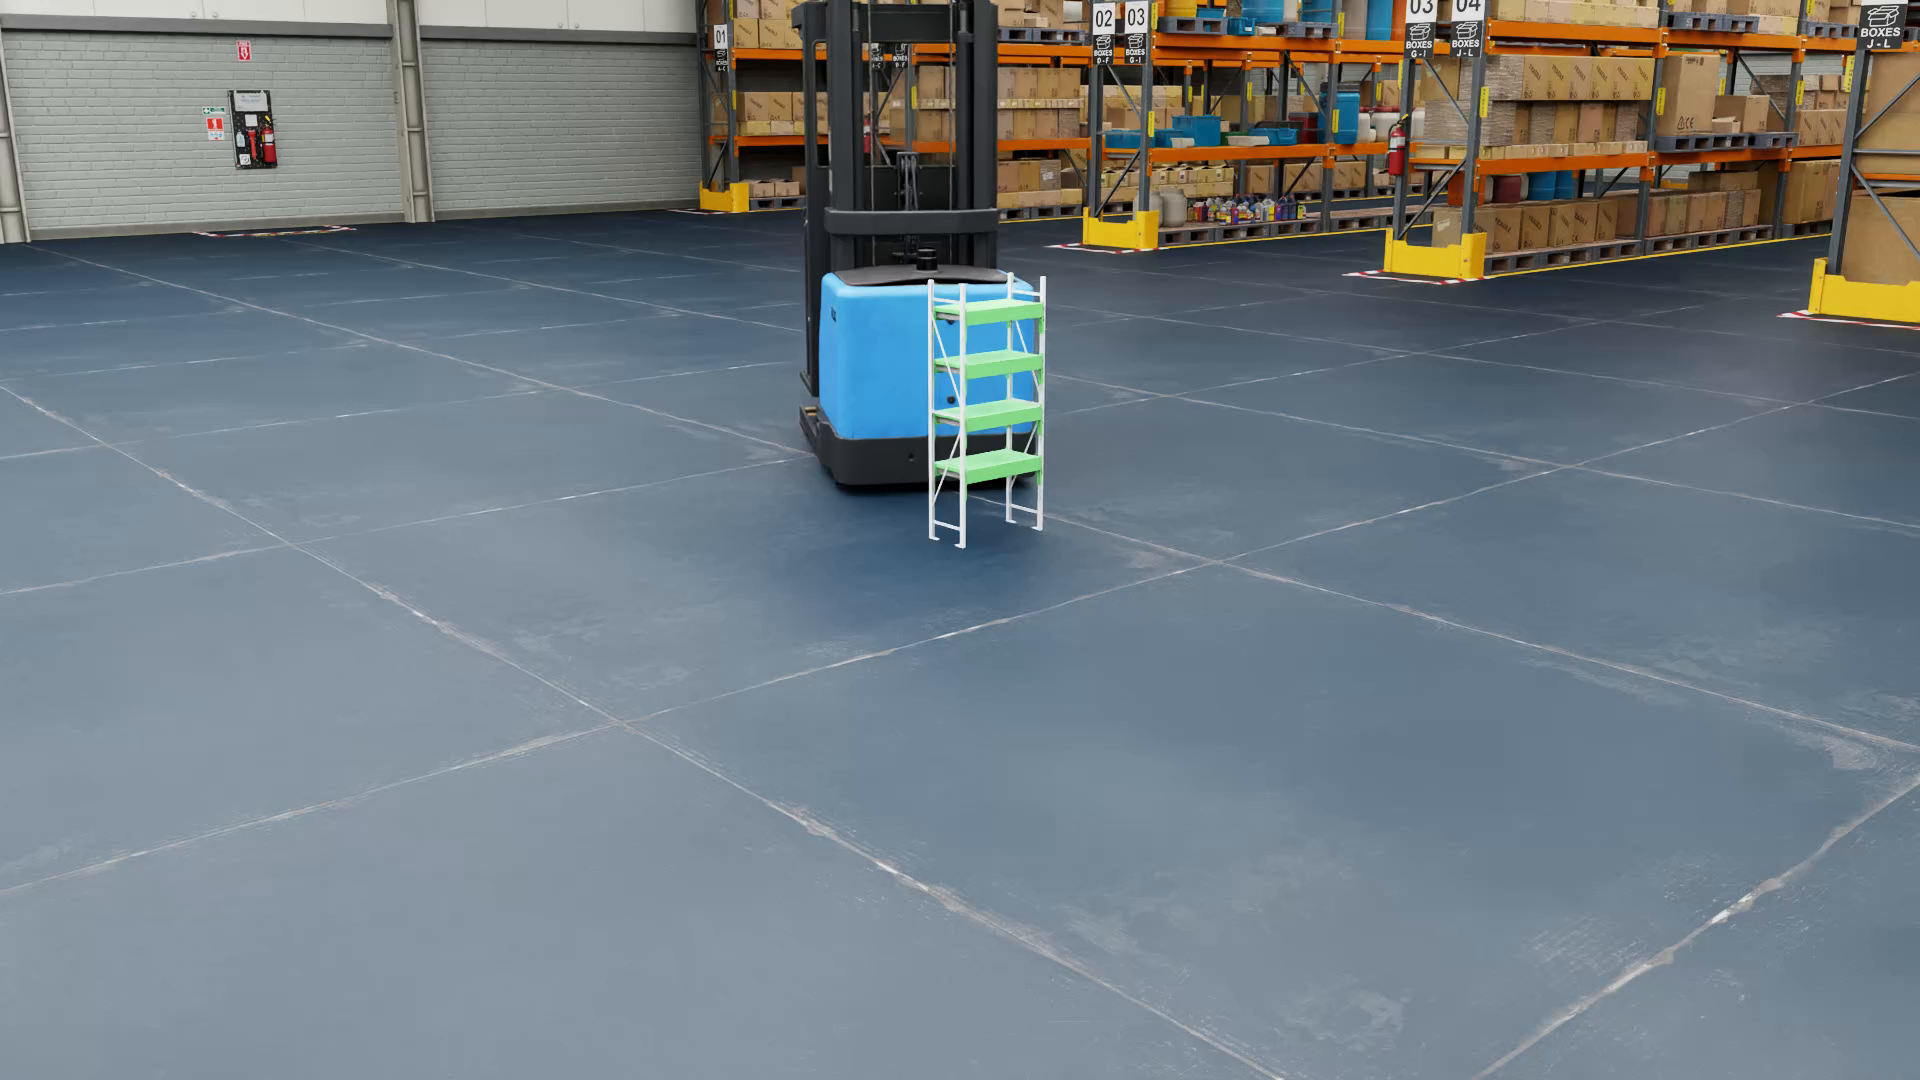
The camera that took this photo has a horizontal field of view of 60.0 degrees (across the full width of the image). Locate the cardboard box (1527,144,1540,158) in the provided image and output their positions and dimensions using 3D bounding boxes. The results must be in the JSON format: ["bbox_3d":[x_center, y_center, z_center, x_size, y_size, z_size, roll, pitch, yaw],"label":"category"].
[{"bbox_3d":[6.569,-4.571,19.537,0.250,0.149,0.380,-13,19,-39],"label":"cardboard box"}]

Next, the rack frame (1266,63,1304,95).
[{"bbox_3d":[7.745,-10.128,39.855,0.127,3.000,1.000,-13,19,-39],"label":"rack frame"}]

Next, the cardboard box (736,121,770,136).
[{"bbox_3d":[-3.748,-7.376,29.803,0.500,0.250,0.500,-13,20,-41],"label":"cardboard box"}]

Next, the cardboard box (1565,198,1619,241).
[{"bbox_3d":[8.119,-4.138,21.459,0.500,0.500,0.500,-13,20,-41],"label":"cardboard box"}]

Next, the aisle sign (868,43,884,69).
[{"bbox_3d":[-1.313,-7.756,25.937,0.004,0.787,0.394,-13,19,-39],"label":"aisle sign"}]

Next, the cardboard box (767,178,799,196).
[{"bbox_3d":[-3.314,-6.528,30.733,0.500,0.311,0.500,-11,18,-35],"label":"cardboard box"}]

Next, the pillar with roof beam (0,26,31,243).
[{"bbox_3d":[-10.591,-7.732,19.260,0.400,9.000,9.100,-13,19,-39],"label":"pillar with roof beam"}]

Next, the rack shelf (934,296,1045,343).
[{"bbox_3d":[0.125,-1.010,7.593,0.480,0.148,0.258,-13,19,-39],"label":"rack shelf"}]

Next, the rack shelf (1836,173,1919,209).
[{"bbox_3d":[10.118,-3.534,16.560,4.000,0.370,1.077,-13,19,-39],"label":"rack shelf"}]

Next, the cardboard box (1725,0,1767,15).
[{"bbox_3d":[10.506,-7.320,22.366,0.500,0.500,0.500,-12,19,-38],"label":"cardboard box"}]

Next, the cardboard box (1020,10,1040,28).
[{"bbox_3d":[0.987,-8.683,27.720,0.500,0.311,0.500,-14,20,-42],"label":"cardboard box"}]

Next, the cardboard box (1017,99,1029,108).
[{"bbox_3d":[0.924,-7.191,27.408,0.250,0.149,0.380,-12,19,-38],"label":"cardboard box"}]

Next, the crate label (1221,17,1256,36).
[{"bbox_3d":[3.807,-7.119,23.066,0.408,0.251,0.502,-13,19,-39],"label":"crate label"}]

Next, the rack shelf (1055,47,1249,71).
[{"bbox_3d":[3.456,-8.572,29.611,4.000,0.370,1.077,-13,19,-39],"label":"rack shelf"}]

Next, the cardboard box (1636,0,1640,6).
[{"bbox_3d":[8.130,-6.633,20.476,0.250,0.149,0.380,-12,19,-39],"label":"cardboard box"}]

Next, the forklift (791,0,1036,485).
[{"bbox_3d":[-0.376,-2.031,9.676,1.130,2.935,3.031,-3,15,-10],"label":"forklift"}]

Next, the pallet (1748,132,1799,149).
[{"bbox_3d":[10.997,-5.646,23.447,1.003,0.211,1.213,-13,19,-39],"label":"pallet"}]

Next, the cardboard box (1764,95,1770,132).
[{"bbox_3d":[11.084,-6.032,23.513,0.500,0.500,0.500,13,20,40],"label":"cardboard box"}]

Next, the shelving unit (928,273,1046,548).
[{"bbox_3d":[0.125,-0.608,7.700,0.503,1.200,0.258,-13,19,-39],"label":"shelving unit"}]

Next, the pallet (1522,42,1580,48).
[{"bbox_3d":[9.850,-8.535,28.446,1.213,0.211,1.003,-13,19,-39],"label":"pallet"}]

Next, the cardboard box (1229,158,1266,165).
[{"bbox_3d":[5.556,-7.391,32.146,0.500,0.250,0.500,-12,19,-37],"label":"cardboard box"}]

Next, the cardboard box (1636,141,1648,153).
[{"bbox_3d":[8.478,-4.988,21.096,0.250,0.149,0.380,-13,19,-39],"label":"cardboard box"}]

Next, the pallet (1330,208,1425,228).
[{"bbox_3d":[6.684,-5.168,26.689,1.213,0.211,1.003,-13,19,-39],"label":"pallet"}]

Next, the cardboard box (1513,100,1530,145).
[{"bbox_3d":[6.161,-4.913,19.560,0.500,0.500,0.875,-13,19,-39],"label":"cardboard box"}]

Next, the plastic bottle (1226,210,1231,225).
[{"bbox_3d":[3.829,-4.614,23.780,0.097,0.201,0.097,0,15,0],"label":"plastic bottle"}]

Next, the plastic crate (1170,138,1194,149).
[{"bbox_3d":[3.065,-5.451,22.855,0.250,0.136,0.298,-13,19,-39],"label":"plastic crate"}]

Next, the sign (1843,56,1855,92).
[{"bbox_3d":[8.264,-4.324,15.423,0.005,0.325,0.100,-13,19,-39],"label":"sign"}]

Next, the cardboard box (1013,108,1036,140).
[{"bbox_3d":[0.842,-6.929,27.684,0.500,0.500,0.700,-12,19,-39],"label":"cardboard box"}]

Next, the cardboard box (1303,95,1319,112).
[{"bbox_3d":[6.690,-8.427,32.478,0.700,0.500,0.500,10,18,33],"label":"cardboard box"}]

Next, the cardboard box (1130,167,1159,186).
[{"bbox_3d":[3.193,-6.470,29.589,0.500,0.311,0.500,-14,20,-41],"label":"cardboard box"}]

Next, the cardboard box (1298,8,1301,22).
[{"bbox_3d":[6.550,-9.938,32.130,0.600,0.600,0.600,-14,20,-41],"label":"cardboard box"}]

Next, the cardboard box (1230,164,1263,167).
[{"bbox_3d":[5.516,-7.018,32.204,0.500,0.500,0.500,-12,19,-37],"label":"cardboard box"}]

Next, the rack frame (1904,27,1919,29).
[{"bbox_3d":[14.482,-9.456,25.714,0.127,3.000,1.000,-13,19,-39],"label":"rack frame"}]

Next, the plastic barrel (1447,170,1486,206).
[{"bbox_3d":[8.571,-6.085,28.110,0.708,0.830,0.600,-13,19,-39],"label":"plastic barrel"}]

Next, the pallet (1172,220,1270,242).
[{"bbox_3d":[3.741,-4.506,24.211,1.213,0.211,1.003,-13,19,-39],"label":"pallet"}]

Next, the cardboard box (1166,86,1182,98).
[{"bbox_3d":[4.543,-9.886,36.685,0.500,0.250,0.500,-12,19,-38],"label":"cardboard box"}]

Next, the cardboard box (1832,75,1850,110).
[{"bbox_3d":[13.022,-6.759,25.102,0.637,0.503,0.797,-12,19,-38],"label":"cardboard box"}]

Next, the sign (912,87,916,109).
[{"bbox_3d":[-0.710,-6.802,25.570,0.005,0.325,0.100,-13,19,-39],"label":"sign"}]

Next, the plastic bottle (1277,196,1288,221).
[{"bbox_3d":[4.755,-4.902,24.569,0.185,0.351,0.144,-14,20,-42],"label":"plastic bottle"}]

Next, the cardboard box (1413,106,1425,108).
[{"bbox_3d":[9.309,-8.740,34.465,0.500,0.500,0.500,-13,20,-40],"label":"cardboard box"}]

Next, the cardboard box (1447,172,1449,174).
[{"bbox_3d":[10.751,-8.029,35.989,0.500,0.500,0.500,-13,19,-39],"label":"cardboard box"}]

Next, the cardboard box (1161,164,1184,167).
[{"bbox_3d":[3.986,-6.833,30.945,0.500,0.311,0.500,-13,20,-41],"label":"cardboard box"}]

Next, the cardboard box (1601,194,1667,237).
[{"bbox_3d":[8.925,-4.307,22.054,0.700,0.500,0.500,14,21,43],"label":"cardboard box"}]

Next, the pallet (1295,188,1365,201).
[{"bbox_3d":[7.394,-6.995,33.527,1.213,0.211,1.003,-13,19,-39],"label":"pallet"}]

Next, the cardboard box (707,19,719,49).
[{"bbox_3d":[-4.176,-9.045,29.755,0.500,0.500,0.500,-11,18,-35],"label":"cardboard box"}]

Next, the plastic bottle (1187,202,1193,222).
[{"bbox_3d":[3.352,-4.809,24.353,0.133,0.283,0.061,-12,19,-38],"label":"plastic bottle"}]

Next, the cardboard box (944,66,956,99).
[{"bbox_3d":[-0.277,-7.305,26.578,0.500,0.500,0.700,-13,20,-41],"label":"cardboard box"}]

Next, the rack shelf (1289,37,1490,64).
[{"bbox_3d":[6.705,-7.607,25.999,4.000,0.370,1.077,-13,19,-39],"label":"rack shelf"}]

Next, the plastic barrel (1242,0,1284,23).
[{"bbox_3d":[4.375,-7.913,23.965,0.708,0.901,0.600,-13,19,-39],"label":"plastic barrel"}]

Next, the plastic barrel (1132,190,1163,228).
[{"bbox_3d":[2.625,-4.617,23.228,0.421,0.512,0.421,0,15,0],"label":"plastic barrel"}]

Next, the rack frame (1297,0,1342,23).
[{"bbox_3d":[5.196,-9.065,24.250,0.127,3.000,1.000,-13,19,-39],"label":"rack frame"}]

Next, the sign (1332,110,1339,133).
[{"bbox_3d":[5.549,-6.192,24.581,0.005,0.325,0.100,-13,19,-39],"label":"sign"}]

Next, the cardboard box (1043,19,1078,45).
[{"bbox_3d":[2.031,-10.575,34.669,0.700,0.500,0.500,14,21,43],"label":"cardboard box"}]
